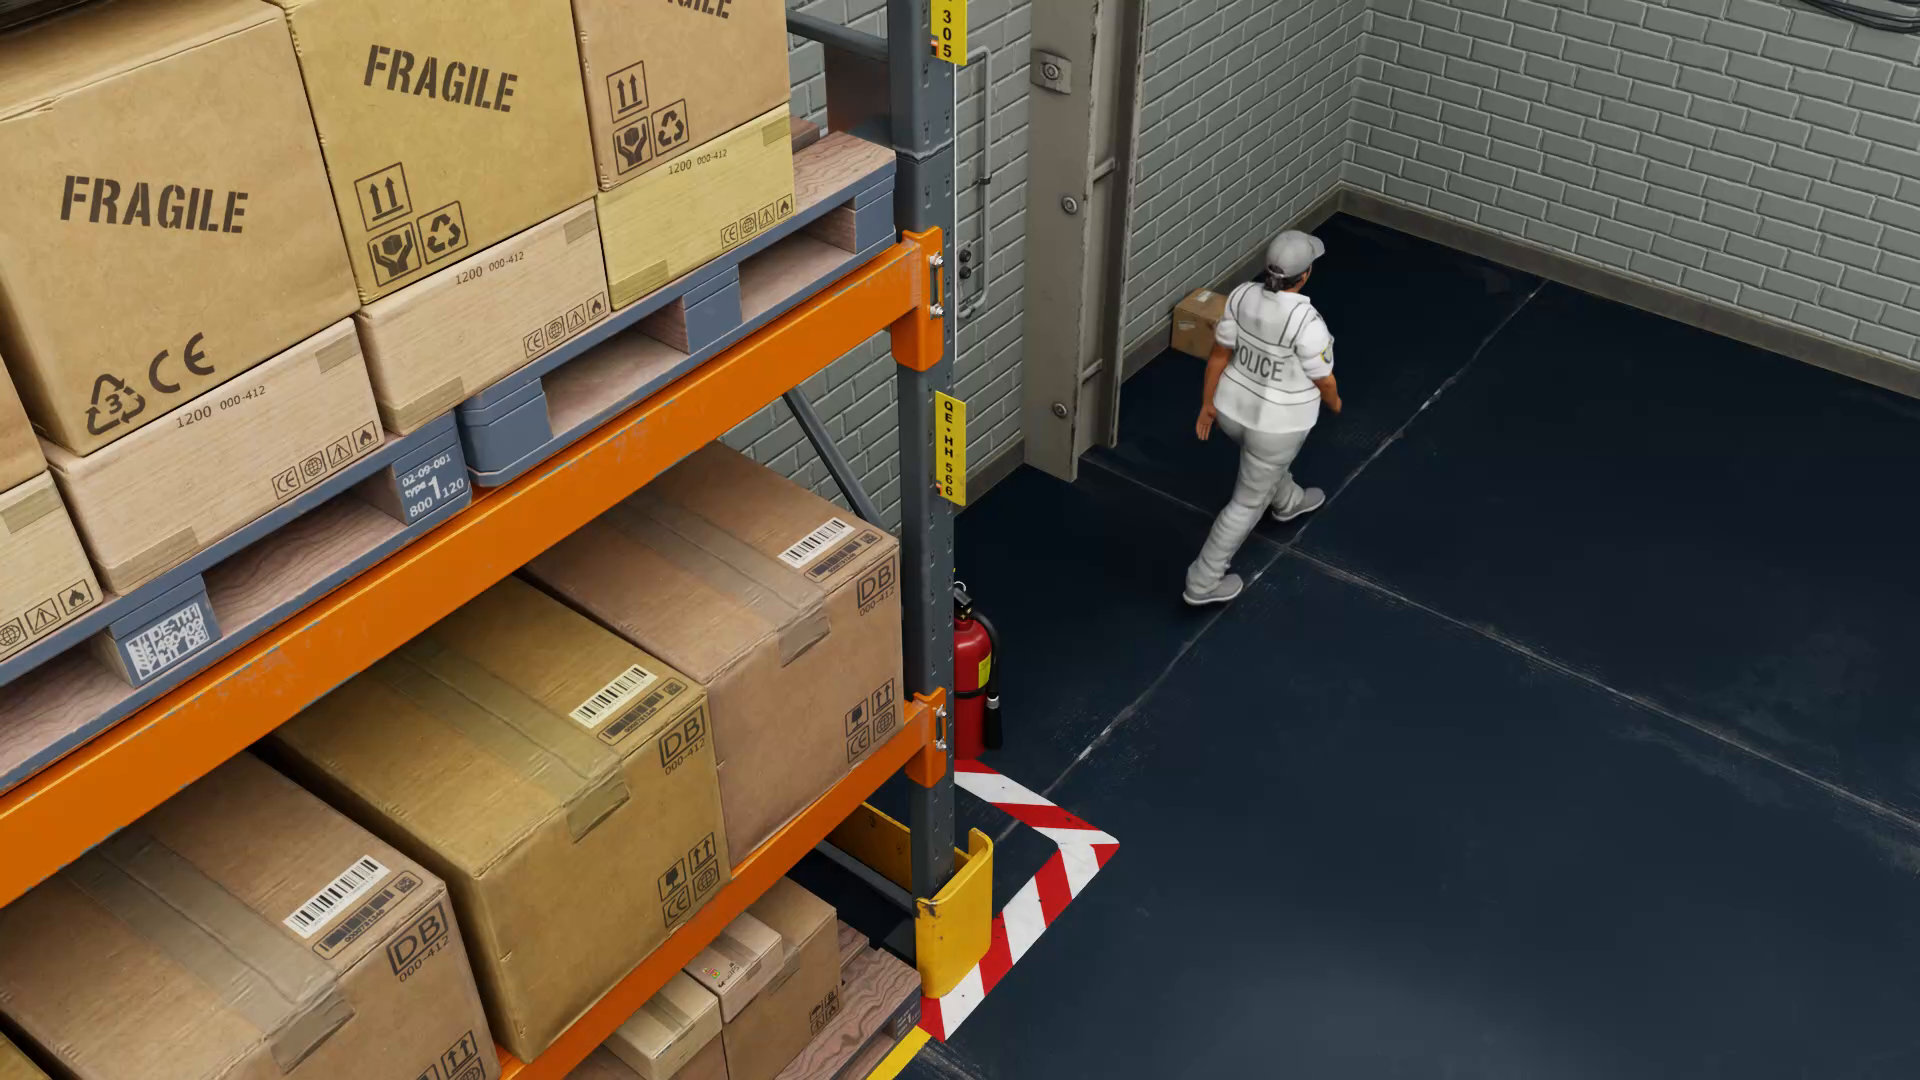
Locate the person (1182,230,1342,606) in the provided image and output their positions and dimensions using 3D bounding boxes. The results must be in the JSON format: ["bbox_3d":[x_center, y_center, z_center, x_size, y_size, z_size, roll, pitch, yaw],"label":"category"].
[{"bbox_3d":[1.318,-0.558,6.818,1.014,1.602,0.478,-24,45,-26],"label":"person"}]
